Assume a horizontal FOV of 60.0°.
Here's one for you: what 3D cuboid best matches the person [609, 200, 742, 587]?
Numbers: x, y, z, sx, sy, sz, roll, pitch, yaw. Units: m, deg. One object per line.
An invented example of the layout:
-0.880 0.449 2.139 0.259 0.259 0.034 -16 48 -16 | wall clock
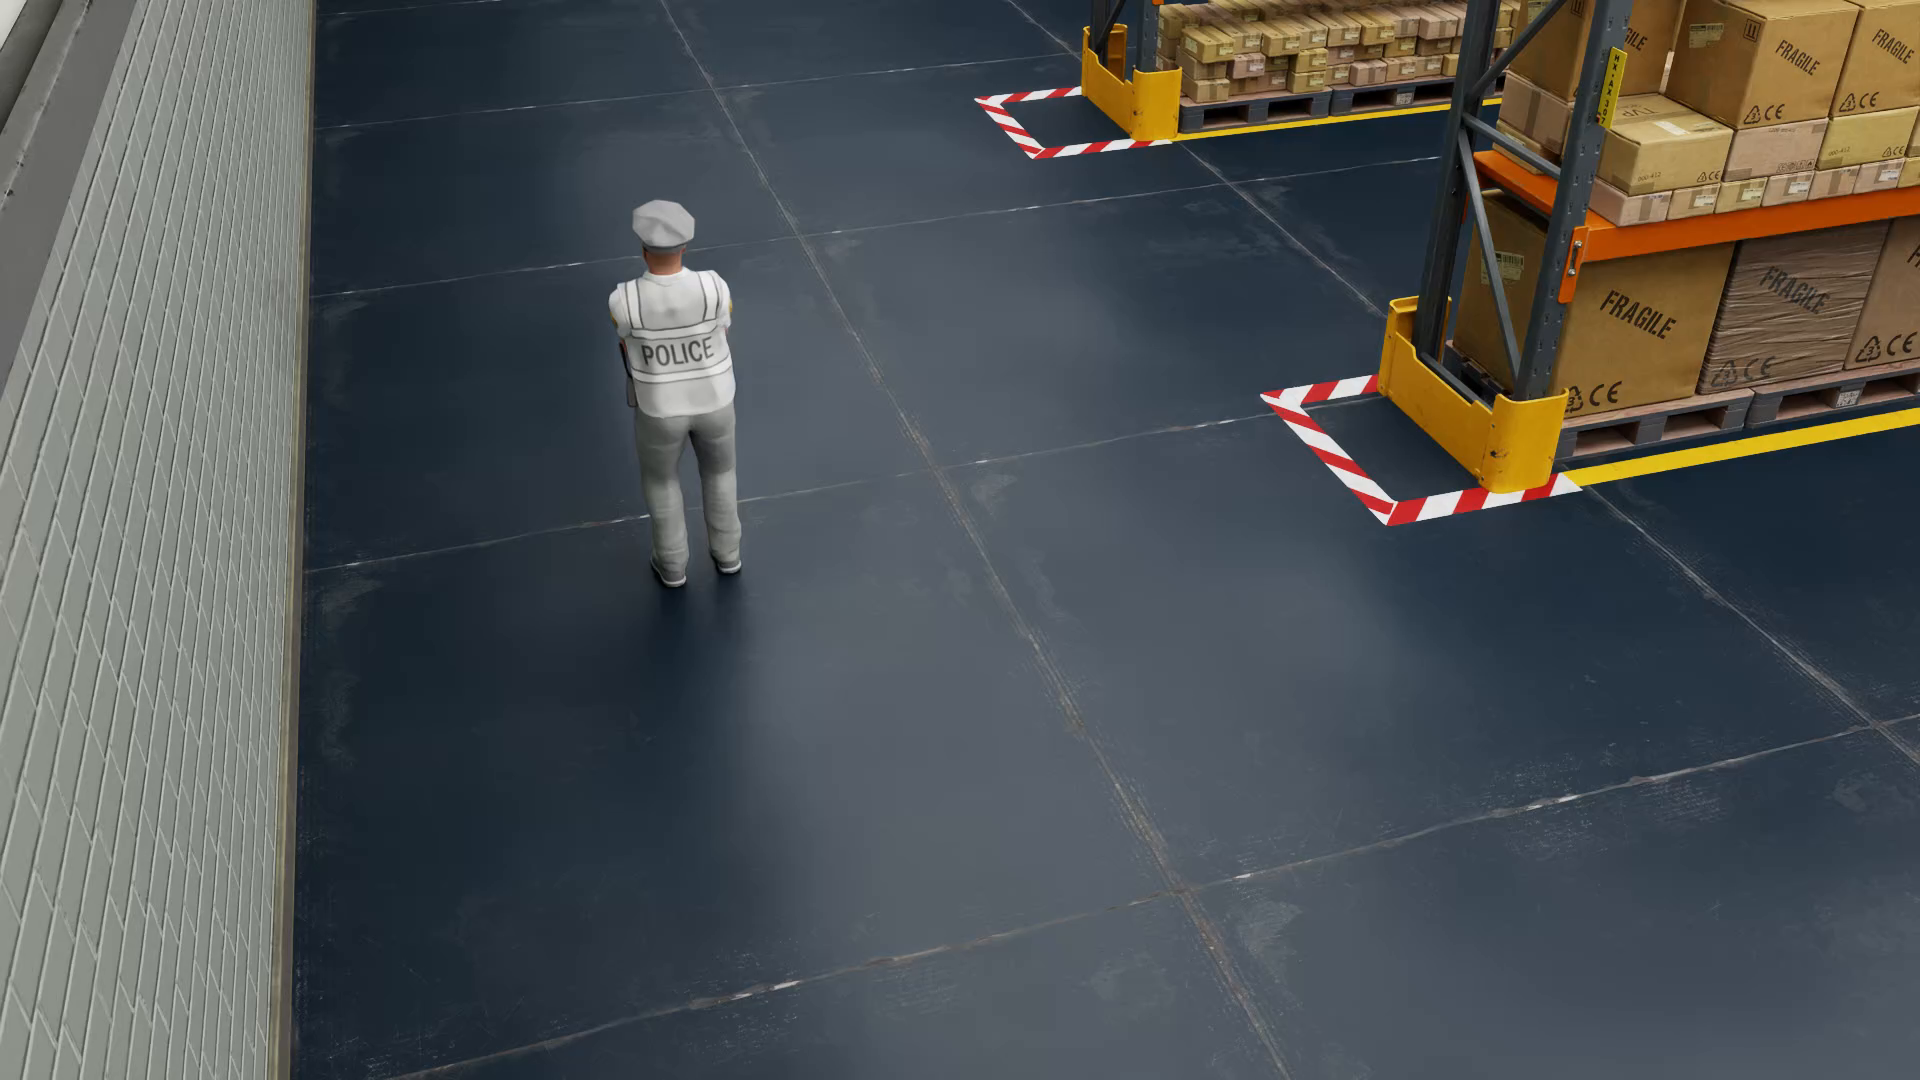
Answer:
-1.202 -0.633 7.076 0.494 1.765 0.557 -10 35 -14 | person
